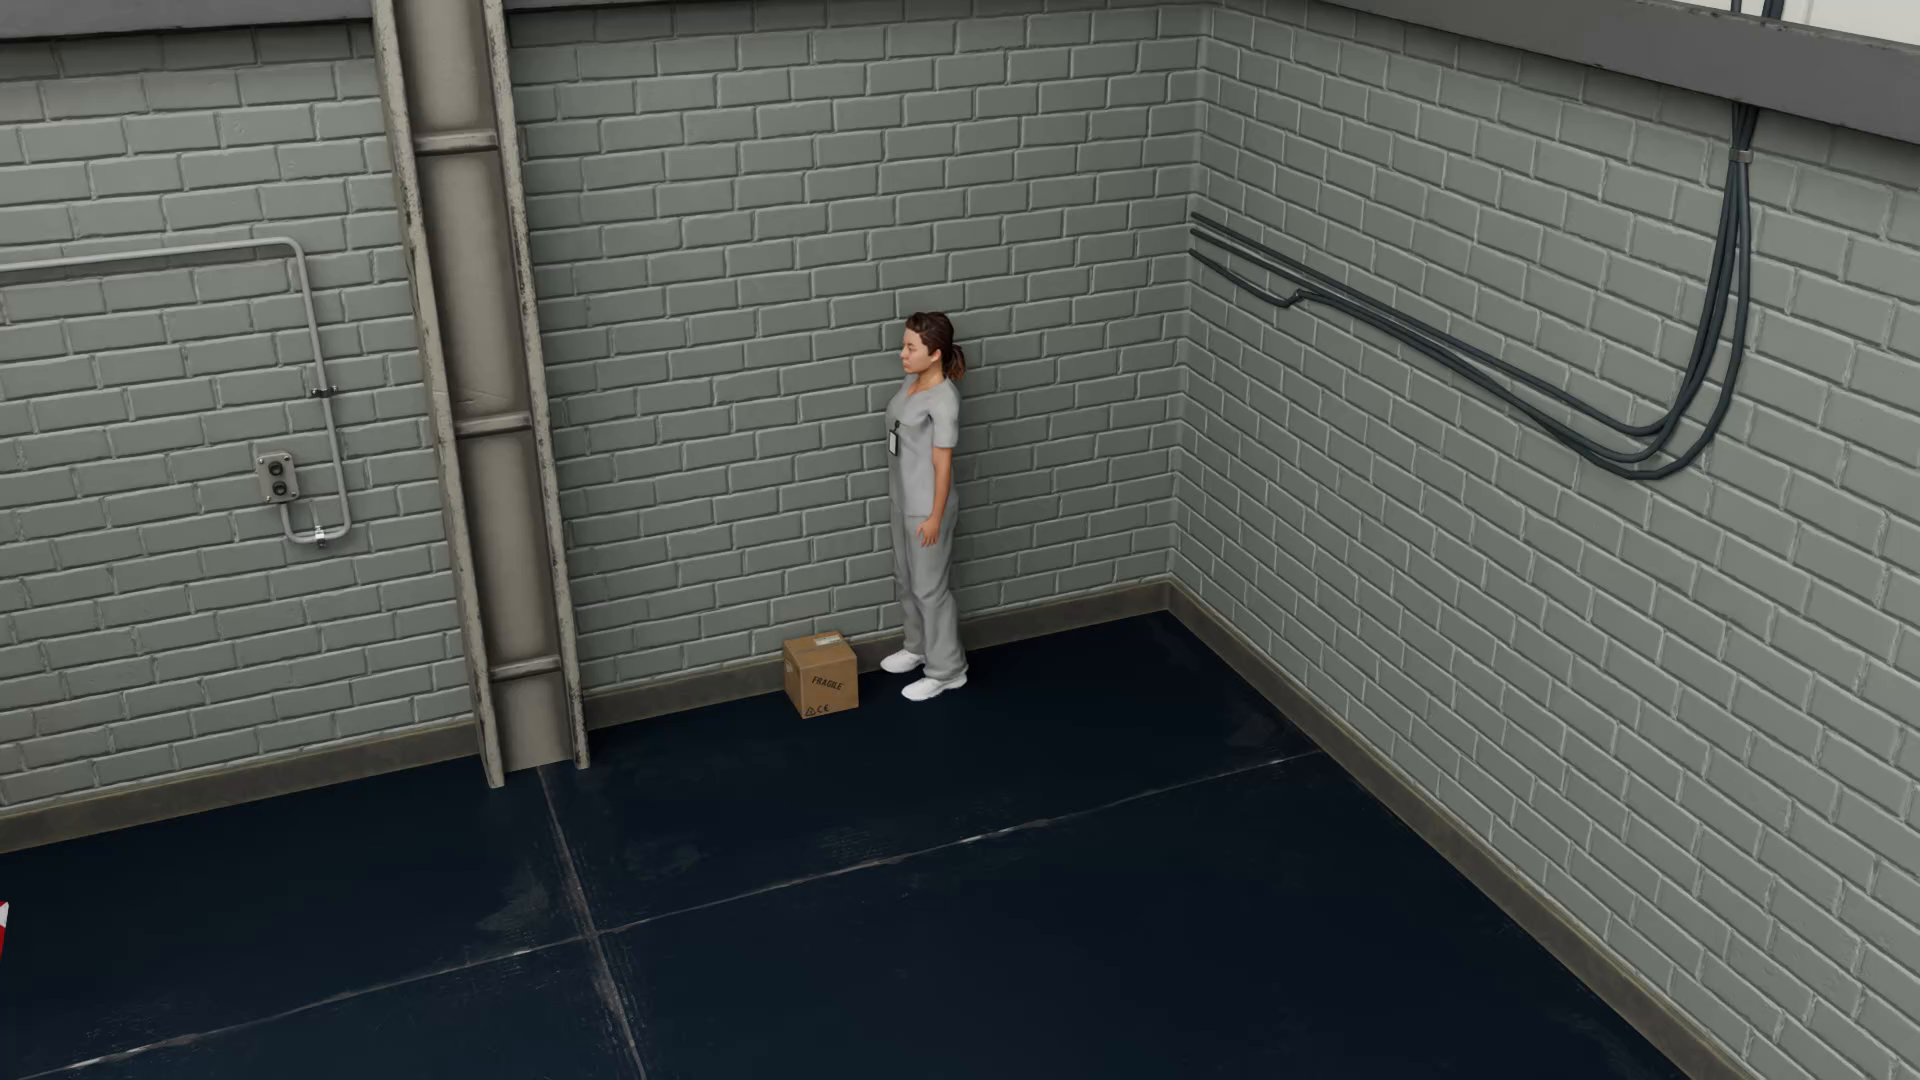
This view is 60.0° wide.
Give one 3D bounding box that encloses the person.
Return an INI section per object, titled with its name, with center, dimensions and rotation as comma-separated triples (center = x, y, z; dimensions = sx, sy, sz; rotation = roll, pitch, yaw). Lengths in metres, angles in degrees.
[person]
center = -0.137, -0.143, 6.926
dimensions = 0.358, 1.674, 0.435
rotation = -10, 28, -19
